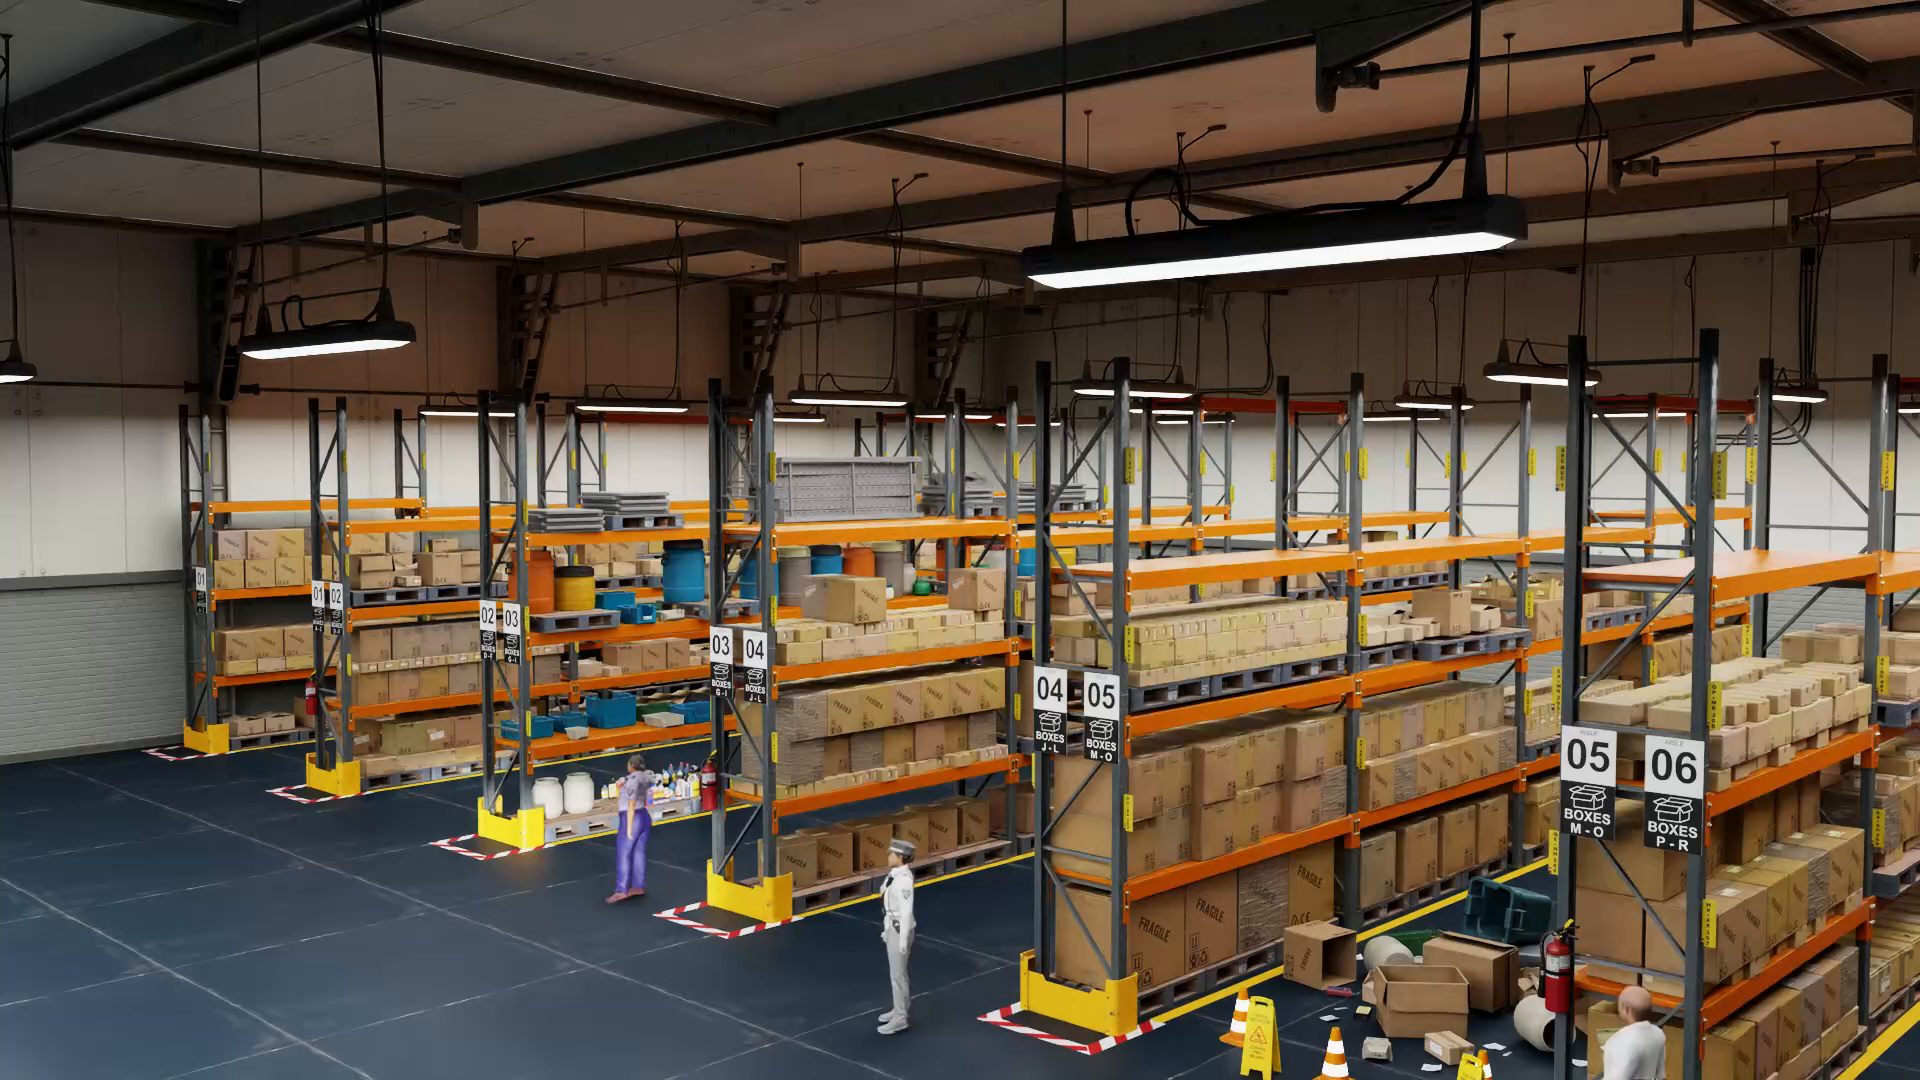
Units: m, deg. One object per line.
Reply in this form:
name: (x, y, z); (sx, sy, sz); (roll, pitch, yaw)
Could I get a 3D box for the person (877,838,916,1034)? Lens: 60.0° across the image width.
person: (-0.579, 3.533, 14.976); (0.373, 1.704, 0.511); (0, 3, -8)

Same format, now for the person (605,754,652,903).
person: (-3.838, 3.329, 19.318); (0.411, 1.675, 0.604); (1, 3, 14)

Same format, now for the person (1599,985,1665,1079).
person: (4.321, 3.819, 10.622); (0.935, 1.560, 0.546); (1, 3, 16)
